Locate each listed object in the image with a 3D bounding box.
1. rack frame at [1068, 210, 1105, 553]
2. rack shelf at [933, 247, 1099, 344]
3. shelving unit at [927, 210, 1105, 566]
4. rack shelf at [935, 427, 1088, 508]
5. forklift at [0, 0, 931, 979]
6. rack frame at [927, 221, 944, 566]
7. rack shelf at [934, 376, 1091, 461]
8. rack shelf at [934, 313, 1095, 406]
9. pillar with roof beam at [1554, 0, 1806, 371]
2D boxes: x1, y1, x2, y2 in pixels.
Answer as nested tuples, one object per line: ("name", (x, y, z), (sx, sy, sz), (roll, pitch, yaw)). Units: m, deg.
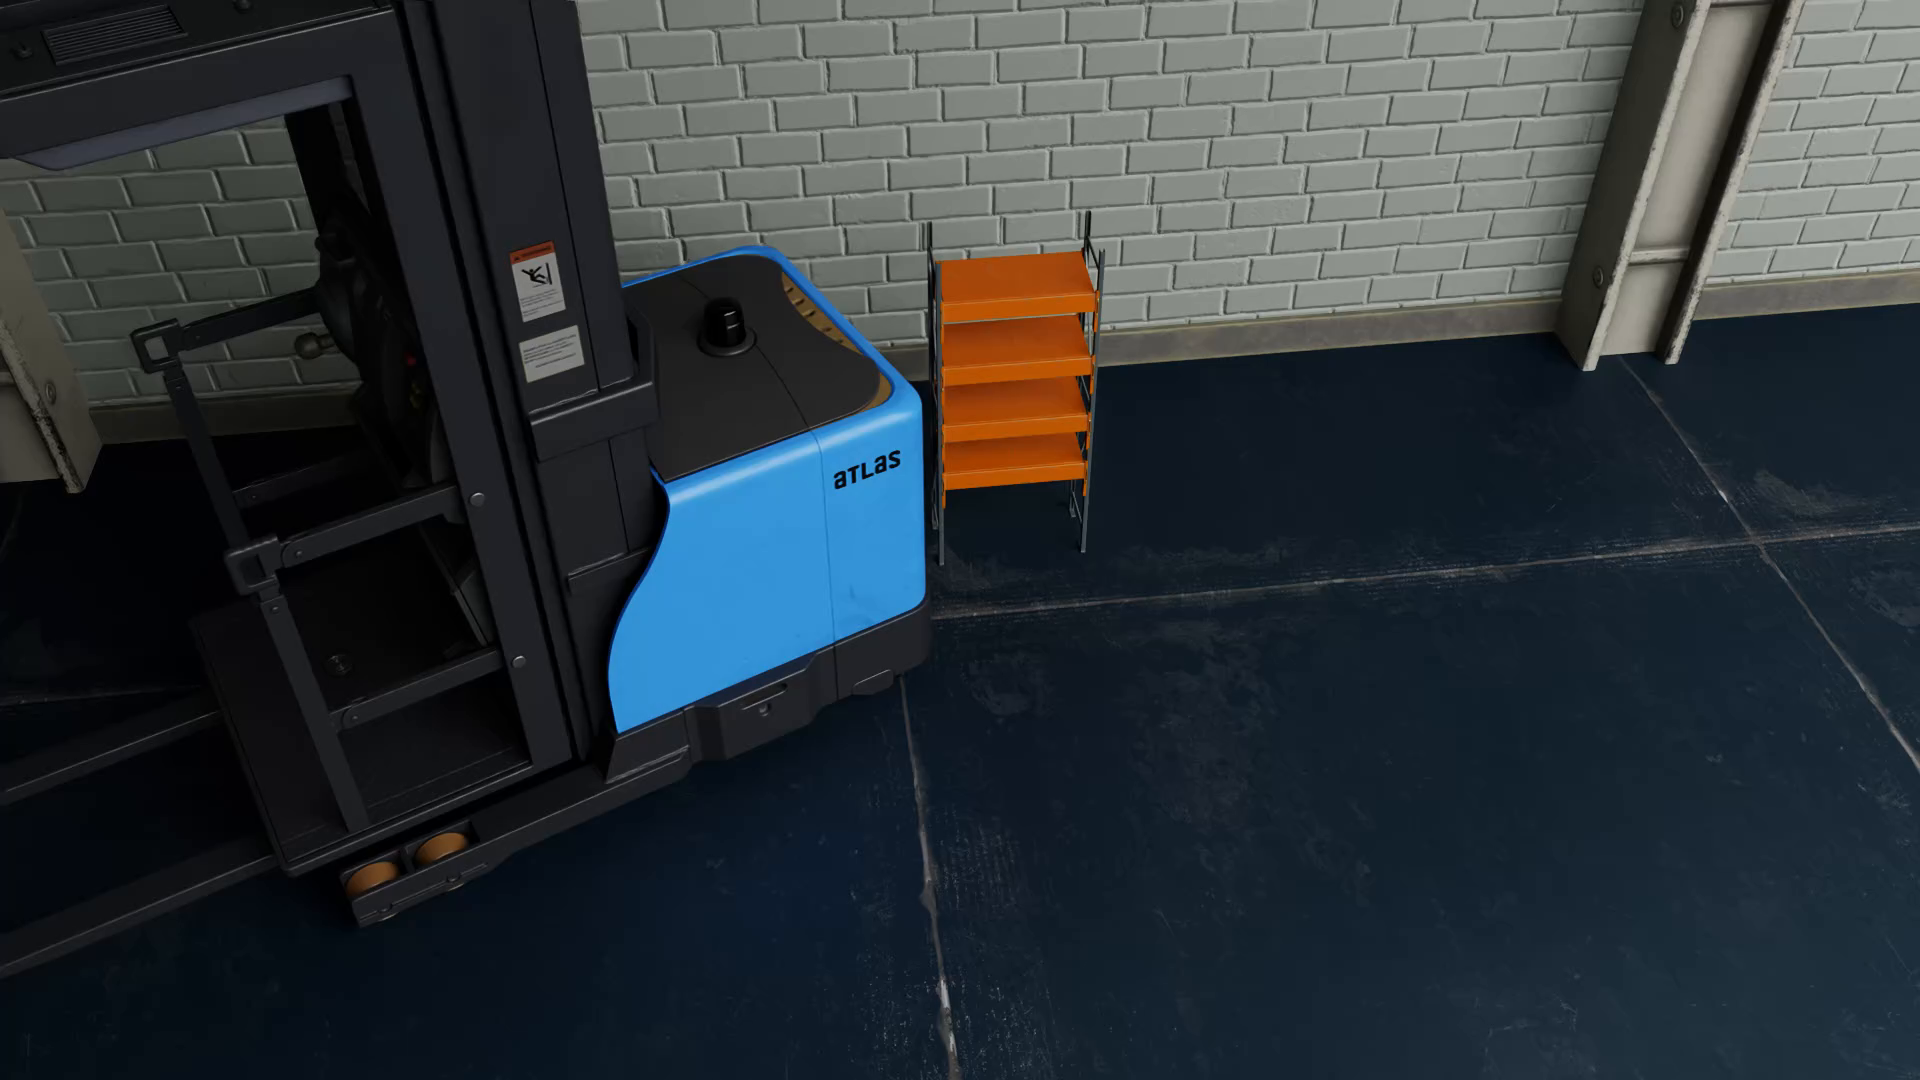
("rack frame", (0.406, -0.481, 5.388), (0.015, 1.200, 0.240), (-5, 42, -6))
("rack shelf", (0.164, -0.752, 5.101), (0.480, 0.148, 0.258), (-5, 42, -6))
("shelving unit", (0.164, -0.460, 5.364), (0.503, 1.200, 0.258), (-5, 42, -6))
("rack shelf", (0.164, -0.262, 5.542), (0.480, 0.148, 0.258), (-5, 42, -6))
("forklift", (-1.617, -0.445, 4.055), (3.031, 2.935, 1.130), (-22, 47, -23))
("rack frame", (-0.078, -0.439, 5.341), (0.015, 1.200, 0.240), (-5, 42, -6))
("rack shelf", (0.164, -0.410, 5.409), (0.480, 0.148, 0.258), (-5, 42, -6))
("rack shelf", (0.164, -0.576, 5.259), (0.480, 0.148, 0.258), (-5, 42, -6))
("pillar with roof beam", (3.158, -1.260, 0.429), (0.400, 9.000, 9.100), (-5, 42, -6))
